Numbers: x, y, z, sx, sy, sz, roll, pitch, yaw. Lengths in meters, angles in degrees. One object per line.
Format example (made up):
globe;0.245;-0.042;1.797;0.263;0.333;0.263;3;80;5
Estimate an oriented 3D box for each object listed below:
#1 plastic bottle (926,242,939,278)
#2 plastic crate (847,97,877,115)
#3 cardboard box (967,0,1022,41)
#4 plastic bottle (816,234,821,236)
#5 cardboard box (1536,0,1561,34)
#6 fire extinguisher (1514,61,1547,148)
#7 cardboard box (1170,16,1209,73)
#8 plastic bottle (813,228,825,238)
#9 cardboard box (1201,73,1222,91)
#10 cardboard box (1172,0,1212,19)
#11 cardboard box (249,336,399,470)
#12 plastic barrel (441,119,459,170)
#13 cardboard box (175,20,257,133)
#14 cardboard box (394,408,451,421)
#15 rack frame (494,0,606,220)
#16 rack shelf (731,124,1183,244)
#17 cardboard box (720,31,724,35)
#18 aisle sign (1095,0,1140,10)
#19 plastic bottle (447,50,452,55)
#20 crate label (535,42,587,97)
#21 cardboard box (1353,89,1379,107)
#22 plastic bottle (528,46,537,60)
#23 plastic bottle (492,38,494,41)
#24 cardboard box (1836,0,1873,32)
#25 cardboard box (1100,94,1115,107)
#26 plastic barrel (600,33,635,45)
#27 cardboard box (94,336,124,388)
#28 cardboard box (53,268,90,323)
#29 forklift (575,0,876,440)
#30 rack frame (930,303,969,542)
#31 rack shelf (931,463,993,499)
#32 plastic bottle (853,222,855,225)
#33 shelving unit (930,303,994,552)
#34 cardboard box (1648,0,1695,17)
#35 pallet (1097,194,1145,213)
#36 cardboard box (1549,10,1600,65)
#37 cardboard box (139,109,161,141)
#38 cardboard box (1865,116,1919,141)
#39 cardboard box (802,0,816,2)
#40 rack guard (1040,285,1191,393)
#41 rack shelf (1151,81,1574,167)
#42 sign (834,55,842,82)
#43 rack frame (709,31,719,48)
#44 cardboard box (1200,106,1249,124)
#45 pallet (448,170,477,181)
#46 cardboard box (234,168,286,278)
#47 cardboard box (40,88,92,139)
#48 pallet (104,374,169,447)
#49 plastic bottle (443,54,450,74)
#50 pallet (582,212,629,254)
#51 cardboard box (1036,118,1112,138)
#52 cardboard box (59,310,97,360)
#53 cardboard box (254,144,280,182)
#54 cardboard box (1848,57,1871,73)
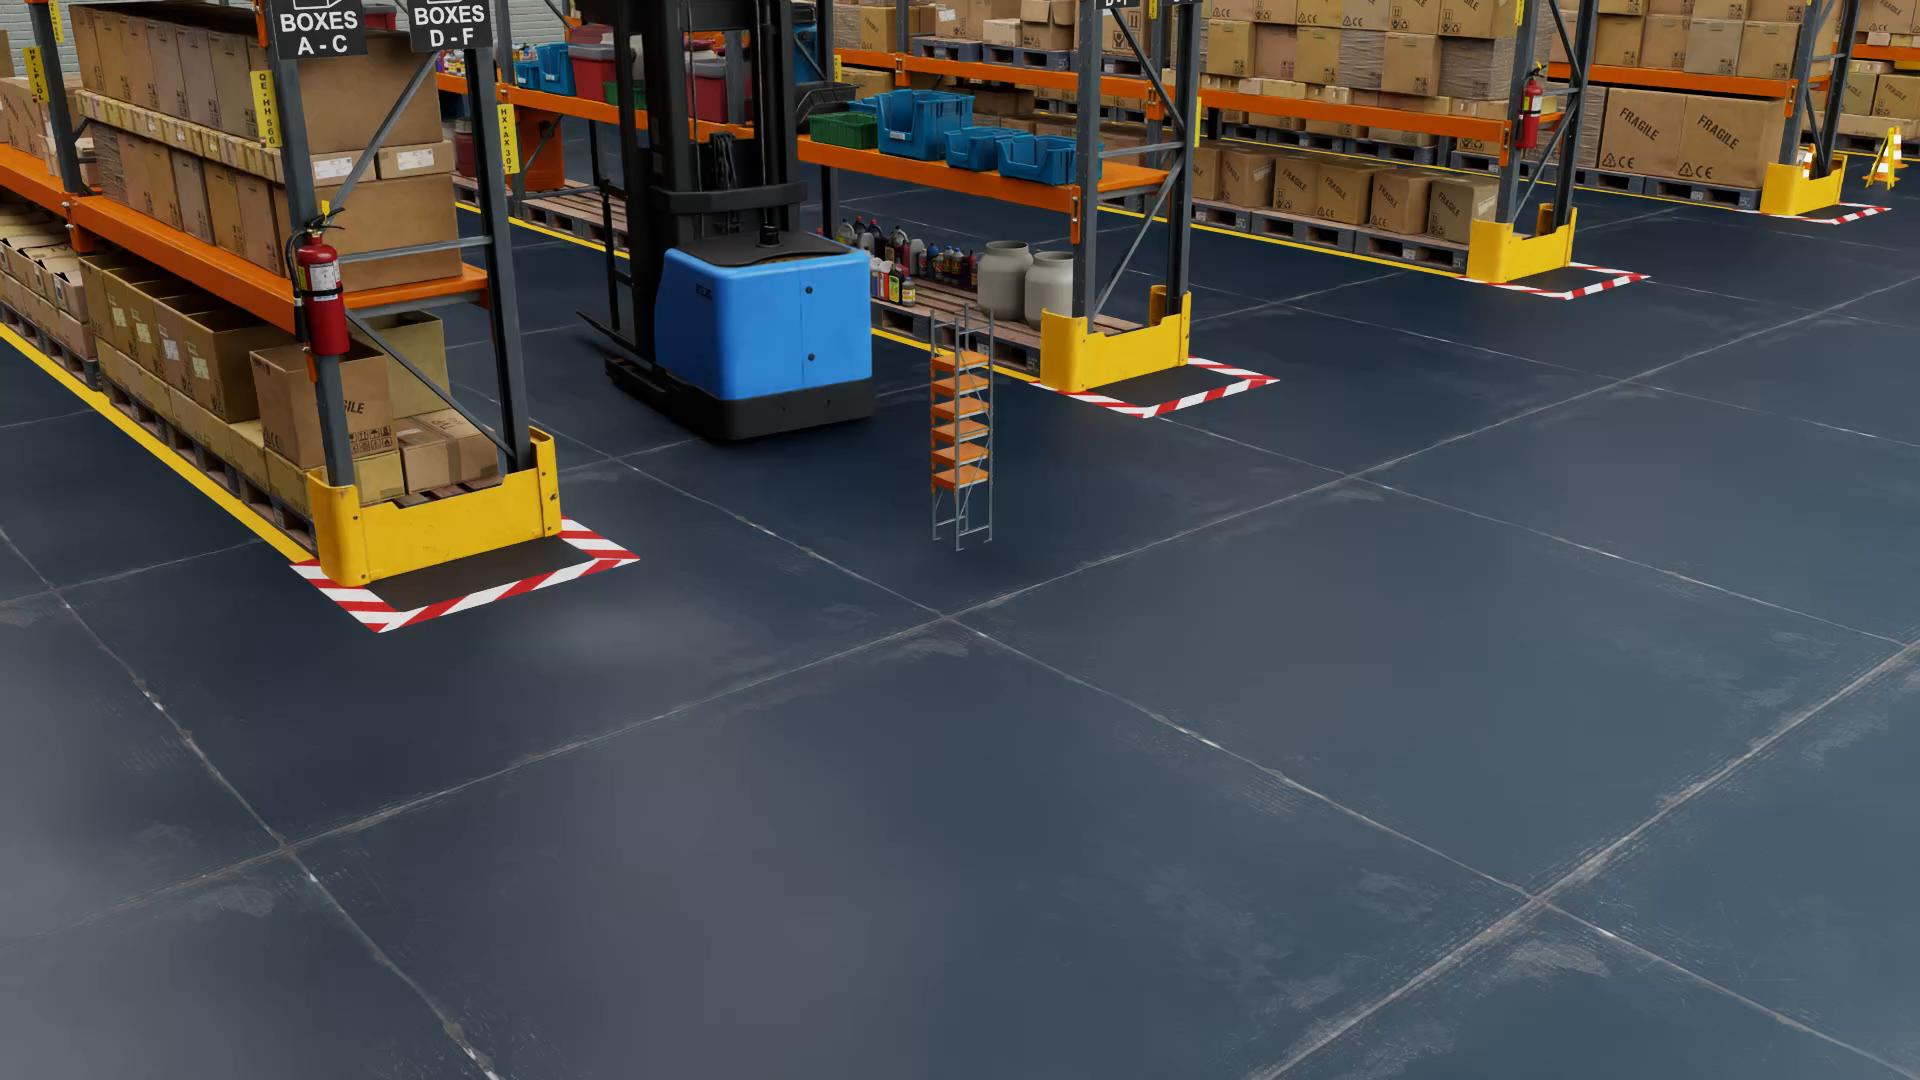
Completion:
plastic bottle;-0.217;-2.222;13.182;0.097;0.271;0.097;0;21;0
plastic crate;-0.531;-3.329;13.074;0.499;0.251;0.616;-17;27;-37
cardboard box;0.505;-5.895;18.710;0.700;0.500;0.500;-13;25;-30
plastic bottle;-1.124;-2.237;13.111;0.144;0.351;0.185;-19;28;-40
cardboard box;4.751;-4.581;14.150;0.500;0.500;0.500;-17;27;-37
fire extinguisher;4.629;-3.536;13.504;0.296;0.674;0.183;-17;27;-37
cardboard box;2.540;-4.864;16.245;0.875;0.500;0.500;-17;27;-37
plastic bottle;-1.138;-2.323;13.331;0.144;0.351;0.185;-17;27;-37
cardboard box;2.543;-4.436;16.040;0.380;0.149;0.250;-17;27;-37
cardboard box;2.394;-5.284;15.946;0.500;0.500;0.500;-17;27;-37
cardboard box;-3.179;-0.698;8.318;0.500;0.500;0.500;-17;27;-37
plastic barrel;-5.576;-4.359;18.336;0.421;0.512;0.421;0;21;0
cardboard box;-3.610;-2.436;8.675;0.700;0.500;0.500;-17;27;-37
cardboard box;-3.114;-0.610;9.122;0.500;0.250;0.500;-17;27;-37
rack frame;-4.071;-4.744;16.484;1.000;3.000;0.127;-17;27;-37
rack shelf;-0.154;-2.752;12.383;1.077;0.370;4.000;-17;27;-37
cardboard box;-2.818;-6.888;21.821;0.500;0.500;0.500;-17;27;-37
aisle sign;0.973;-3.654;10.135;0.394;0.787;0.004;-17;27;-37
plastic bottle;-5.415;-5.101;17.556;0.061;0.283;0.133;-17;27;-37
crate label;-3.627;-4.422;15.612;0.502;0.435;0.616;-17;27;-37
cardboard box;3.733;-3.967;14.844;0.380;0.149;0.250;-17;27;-37
plastic bottle;-4.410;-5.011;17.335;0.152;0.276;0.135;-17;27;-37
plastic bottle;-5.115;-5.346;18.088;0.144;0.351;0.185;-17;27;-37
cardboard box;11.201;-6.620;20.728;0.500;0.500;0.500;-18;27;-38
cardboard box;2.184;-6.514;23.854;0.500;0.500;0.500;-19;28;-40
plastic barrel;-3.237;-4.563;15.868;0.421;0.512;0.421;0;21;0
cardboard box;-5.142;-1.176;10.568;0.500;0.250;0.500;-17;27;-37
cardboard box;-5.696;-1.681;11.088;0.500;0.311;0.500;-17;27;-37
forklift;-1.730;-2.442;10.699;1.130;2.935;3.031;-13;25;-30
rack frame;-0.050;-0.580;8.320;0.240;1.200;0.006;-17;27;-37
rack shelf;0.009;-0.290;8.359;0.258;0.103;0.180;-17;27;-37
plastic bottle;-0.896;-2.525;13.939;0.061;0.283;0.133;-16;26;-35
shelving unit;0.009;-0.555;8.255;0.258;1.200;0.189;-17;27;-37
cardboard box;7.823;-5.867;17.665;0.875;0.550;0.550;-17;27;-37
pallet;1.783;-3.735;17.730;1.003;0.211;1.213;-17;27;-37
cardboard box;7.006;-5.618;18.509;0.875;0.550;0.550;-17;27;-37
cardboard box;-4.342;-2.334;9.304;0.380;0.149;0.250;-18;28;-39
cardboard box;11.664;-5.153;20.723;0.500;0.250;0.500;-18;27;-38
cardboard box;-1.649;-7.007;20.749;0.797;0.503;0.637;-16;27;-36
rack guard;1.066;-1.380;11.322;1.175;0.500;0.348;-17;27;-37
rack shelf;3.598;-3.931;15.393;1.077;0.370;4.000;-17;27;-37
sign;-1.036;-3.896;13.939;0.100;0.325;0.005;-17;27;-37
rack frame;-2.929;-7.029;22.316;1.000;3.000;0.127;-17;27;-37
cardboard box;3.834;-6.035;22.287;1.050;0.750;0.750;-18;28;-38
pallet;-5.409;-3.991;18.384;1.003;0.211;1.213;-17;27;-37
cardboard box;-3.245;-1.678;8.519;0.700;0.500;0.500;-17;27;-36
cardboard box;-6.047;-2.869;11.559;0.500;0.500;0.500;-15;26;-34
pallet;-4.727;-0.933;10.577;1.003;0.211;1.213;-17;27;-37
plastic bottle;-5.315;-4.950;17.282;0.097;0.201;0.097;0;21;0
pallet;-2.802;-2.886;15.562;1.003;0.211;1.213;-17;27;-37
cardboard box;1.246;-4.325;18.237;0.500;0.500;0.700;20;29;41
cardboard box;-5.705;-1.422;11.196;0.500;0.250;0.500;-18;28;-38
cardboard box;-3.169;-1.837;8.034;0.380;0.149;0.250;-17;27;-36
cardboard box;11.239;-5.954;20.848;0.380;0.149;0.250;-17;27;-37
